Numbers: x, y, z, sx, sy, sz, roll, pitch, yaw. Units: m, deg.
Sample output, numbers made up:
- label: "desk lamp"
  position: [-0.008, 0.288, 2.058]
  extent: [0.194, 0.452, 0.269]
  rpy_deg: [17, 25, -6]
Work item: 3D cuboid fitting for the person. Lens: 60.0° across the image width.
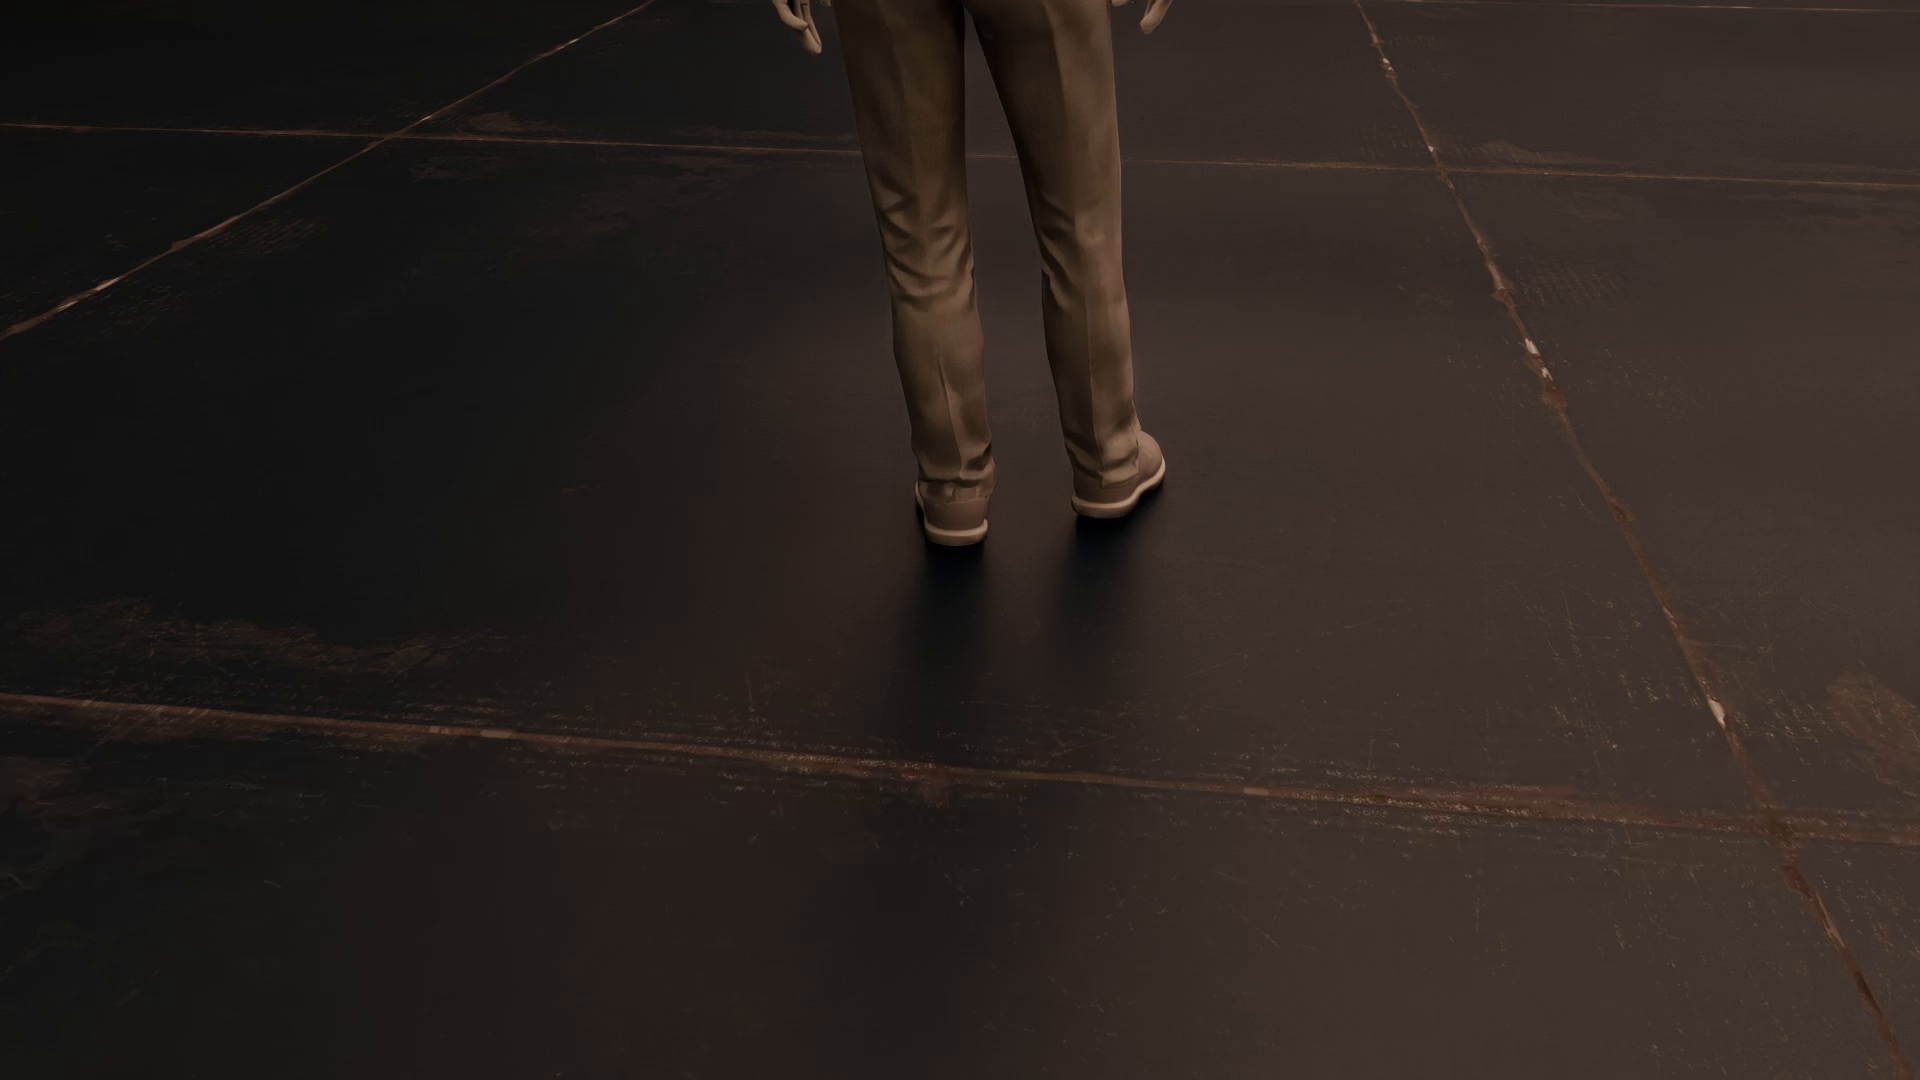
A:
- label: "person"
  position: [0.015, -0.795, 2.179]
  extent: [0.587, 1.695, 0.531]
  rpy_deg: [3, 27, 7]
